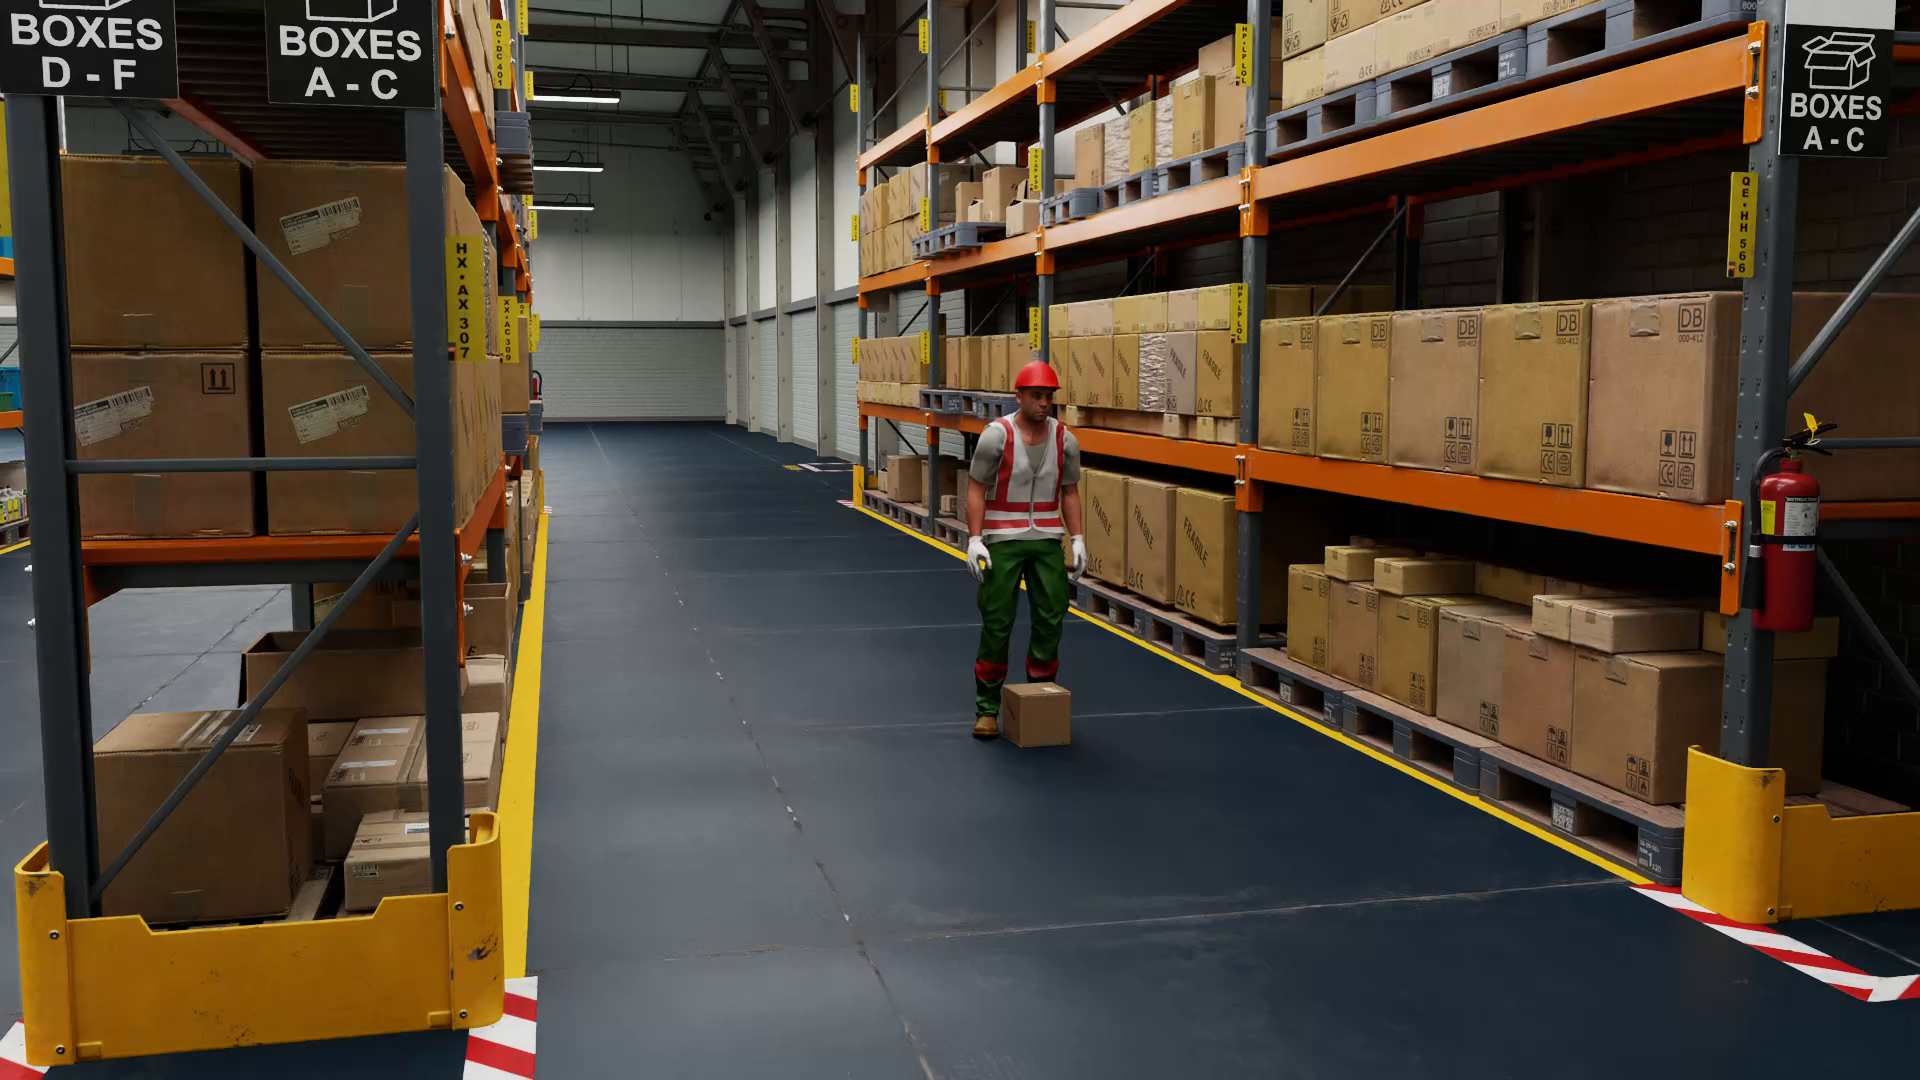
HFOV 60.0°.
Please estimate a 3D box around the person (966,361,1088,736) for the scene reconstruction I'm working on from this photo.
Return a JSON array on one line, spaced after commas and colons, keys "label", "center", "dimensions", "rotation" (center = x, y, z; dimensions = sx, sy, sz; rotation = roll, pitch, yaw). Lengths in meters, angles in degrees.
[{"label": "person", "center": [0.321, 0.038, 7.959], "dimensions": [0.619, 1.779, 0.449], "rotation": [-2, 6, -17]}]
